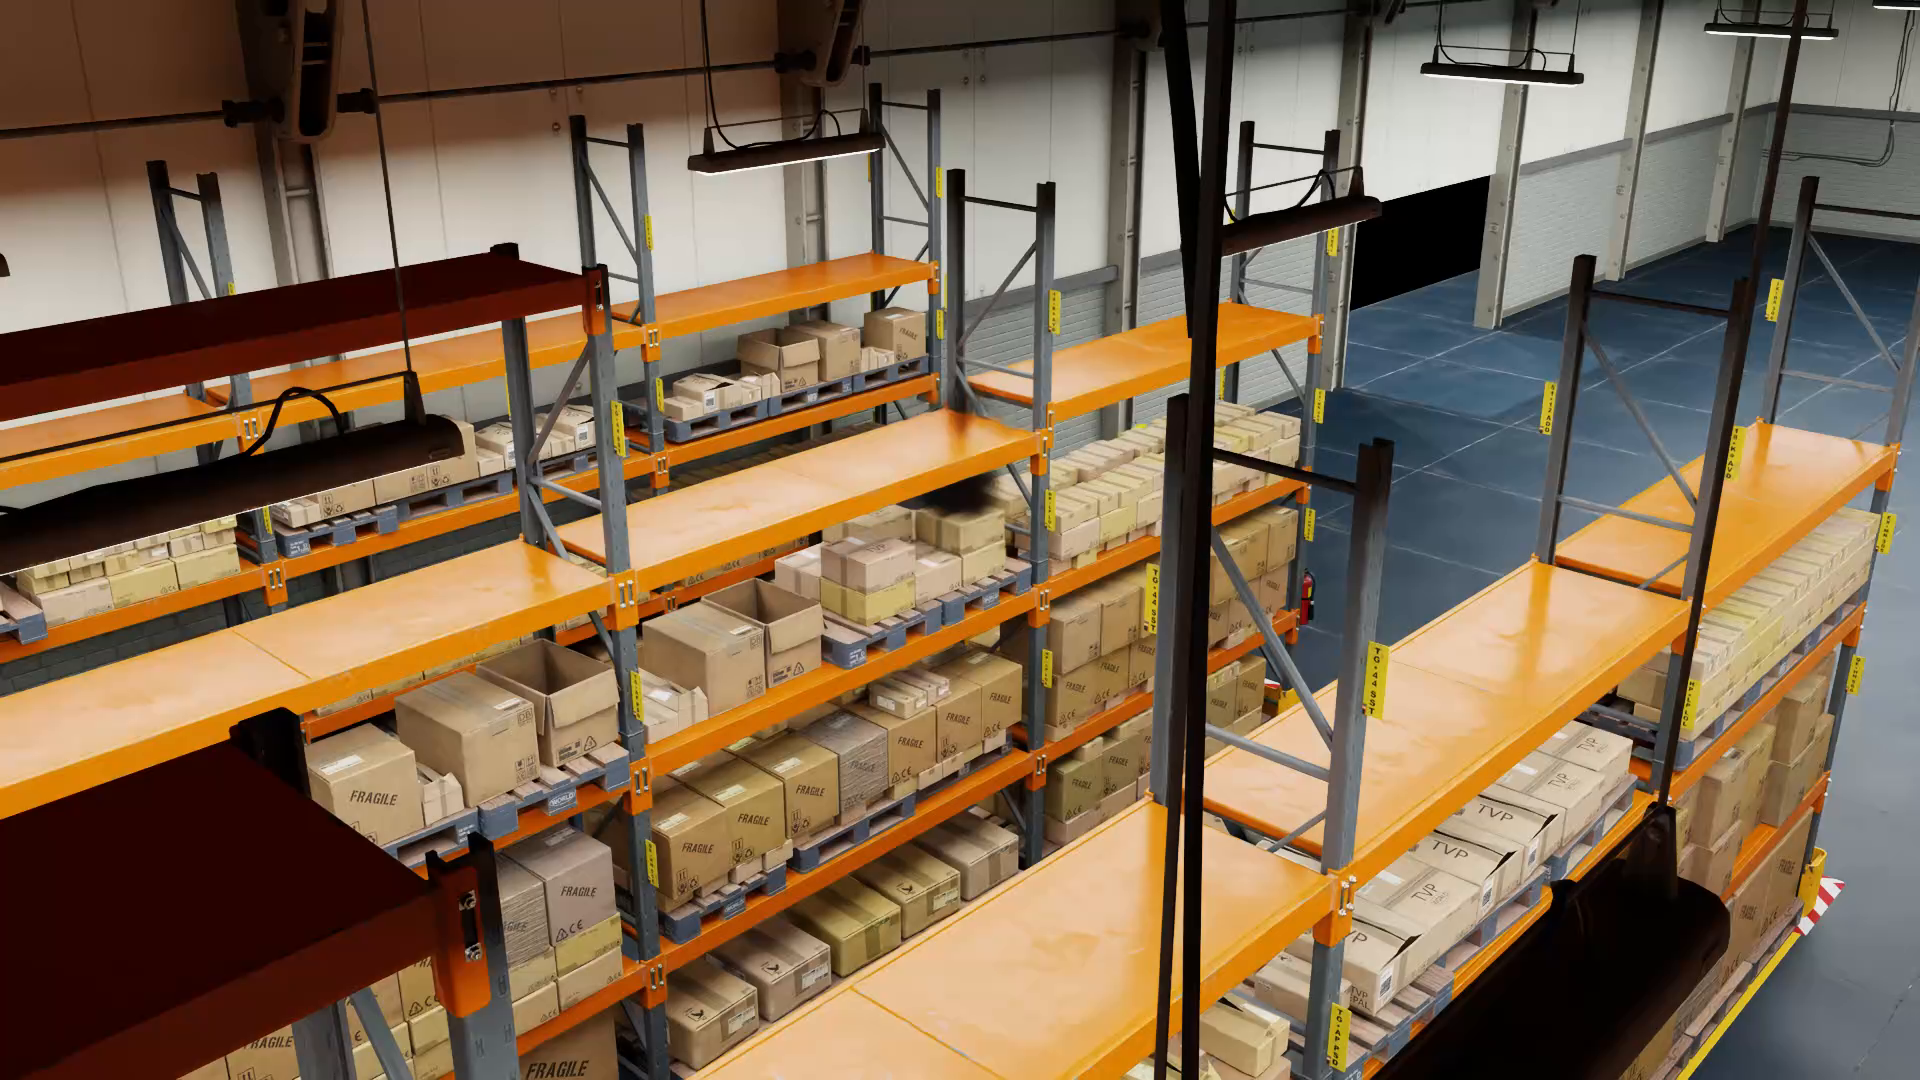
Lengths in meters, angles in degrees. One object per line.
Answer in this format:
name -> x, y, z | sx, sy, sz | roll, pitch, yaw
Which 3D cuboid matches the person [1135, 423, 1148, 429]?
person -> 2.274, -0.652, 21.297 | 0.663, 1.704, 0.829 | 19, 28, 40
